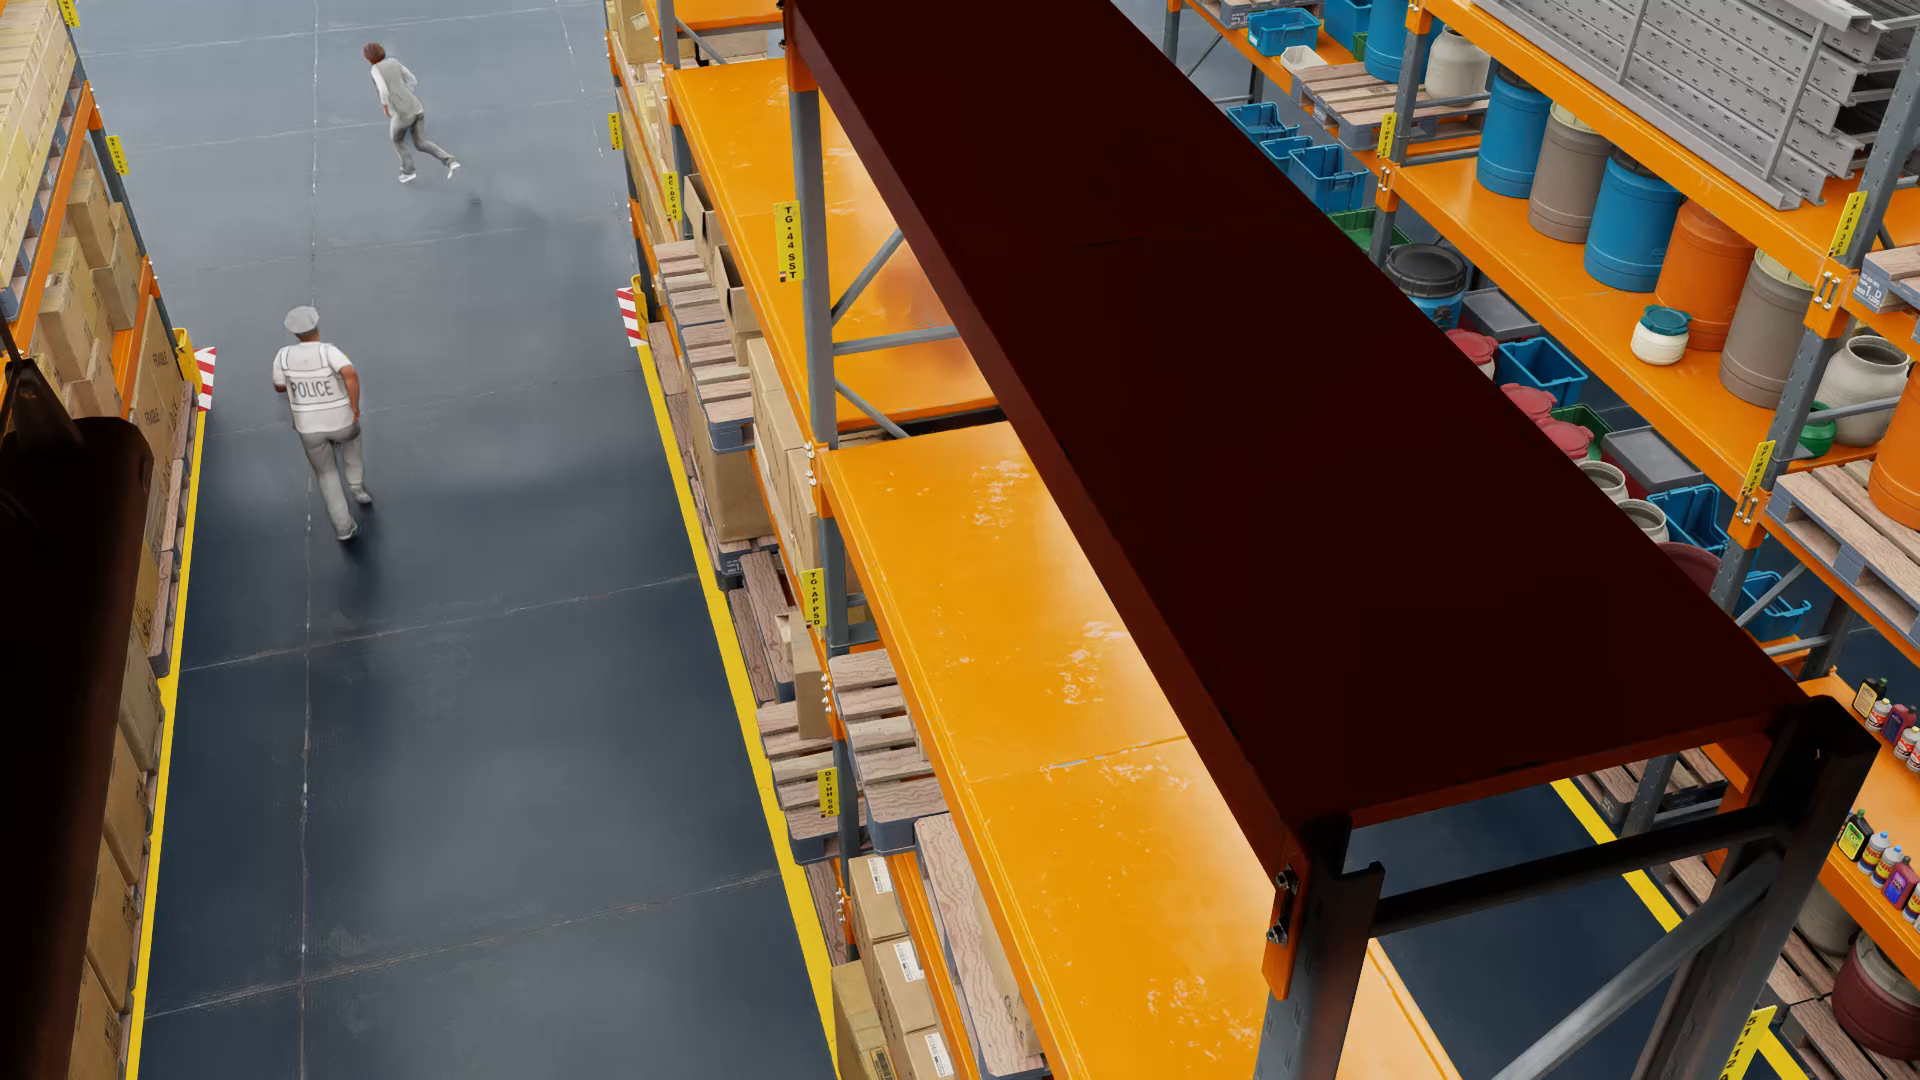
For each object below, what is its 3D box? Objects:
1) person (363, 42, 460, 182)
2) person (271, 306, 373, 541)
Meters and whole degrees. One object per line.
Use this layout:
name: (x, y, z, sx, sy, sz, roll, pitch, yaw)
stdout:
person: (-5.599, -4.301, 17.056, 0.897, 1.549, 0.559, 13, 40, 16)
person: (-4.767, -0.866, 12.538, 0.646, 1.750, 0.941, -10, 40, -13)
